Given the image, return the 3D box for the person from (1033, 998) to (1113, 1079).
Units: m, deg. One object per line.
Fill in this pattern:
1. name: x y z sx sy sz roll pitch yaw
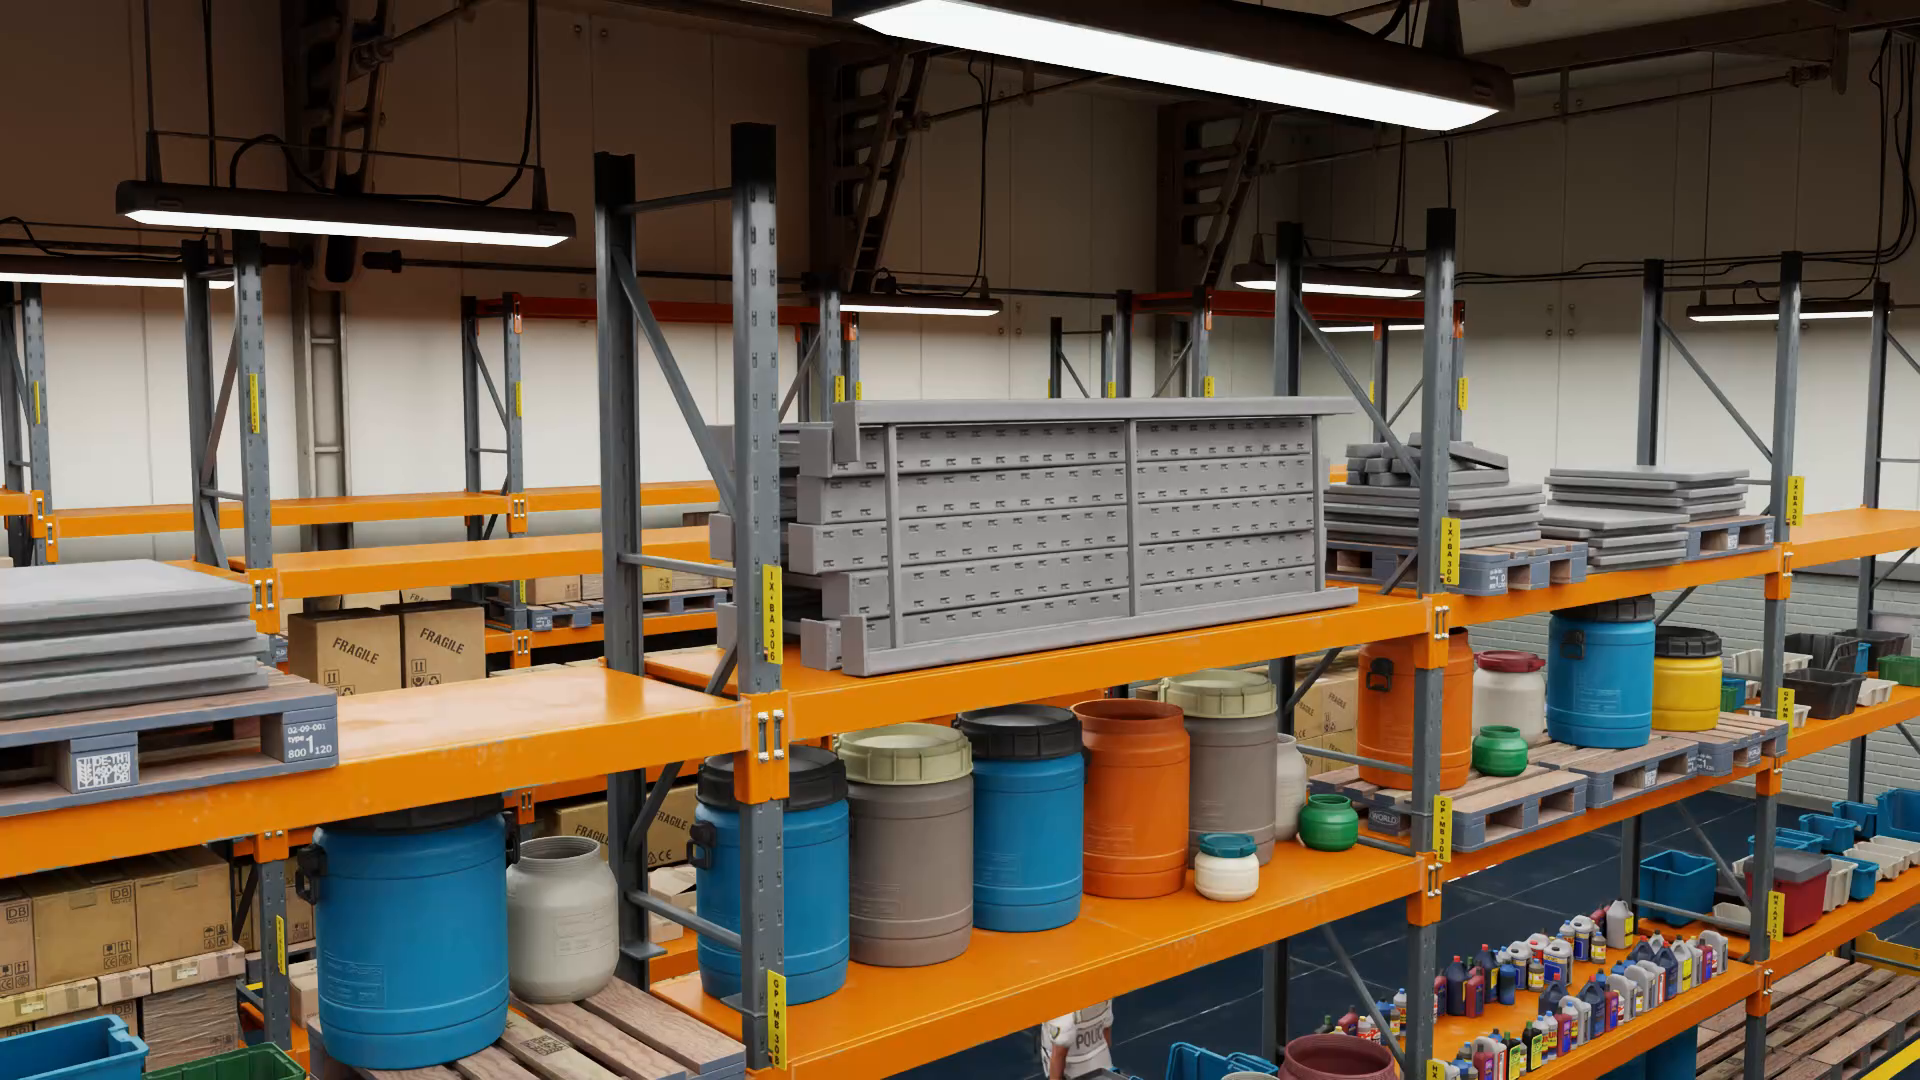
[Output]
1. person: 0.688 3.323 10.285 0.470 1.745 0.594 3 6 30

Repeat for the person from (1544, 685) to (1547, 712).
1. person: 6.807 2.511 19.714 0.510 1.639 0.513 -5 8 -45
